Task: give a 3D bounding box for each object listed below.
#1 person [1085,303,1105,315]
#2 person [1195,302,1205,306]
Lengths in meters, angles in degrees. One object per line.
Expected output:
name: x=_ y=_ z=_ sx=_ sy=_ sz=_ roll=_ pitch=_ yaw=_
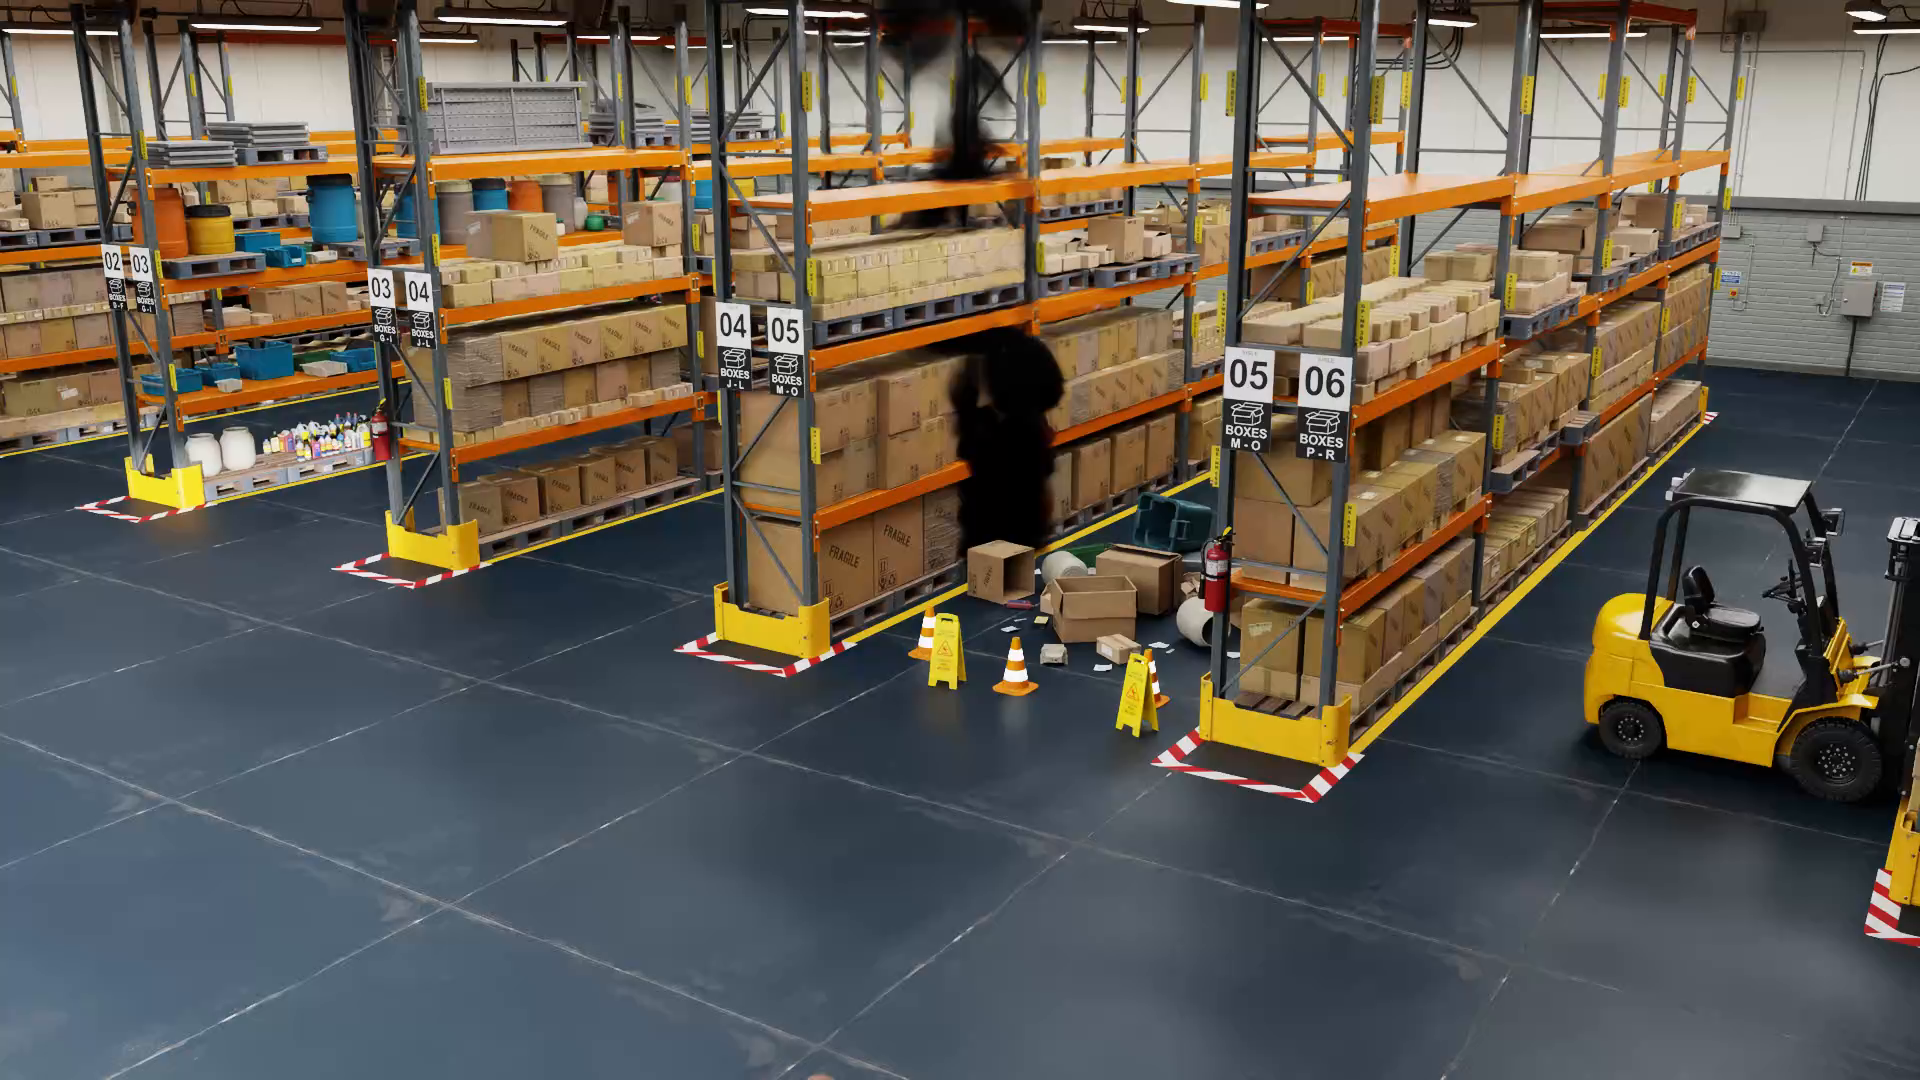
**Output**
person: x=2.254 y=-3.098 z=27.112 sx=0.658 sy=1.734 sz=0.954 roll=8 pitch=17 yaw=26
person: x=4.213 y=-3.185 z=27.716 sx=0.644 sy=1.638 sz=1.097 roll=15 pitch=21 yaw=42
